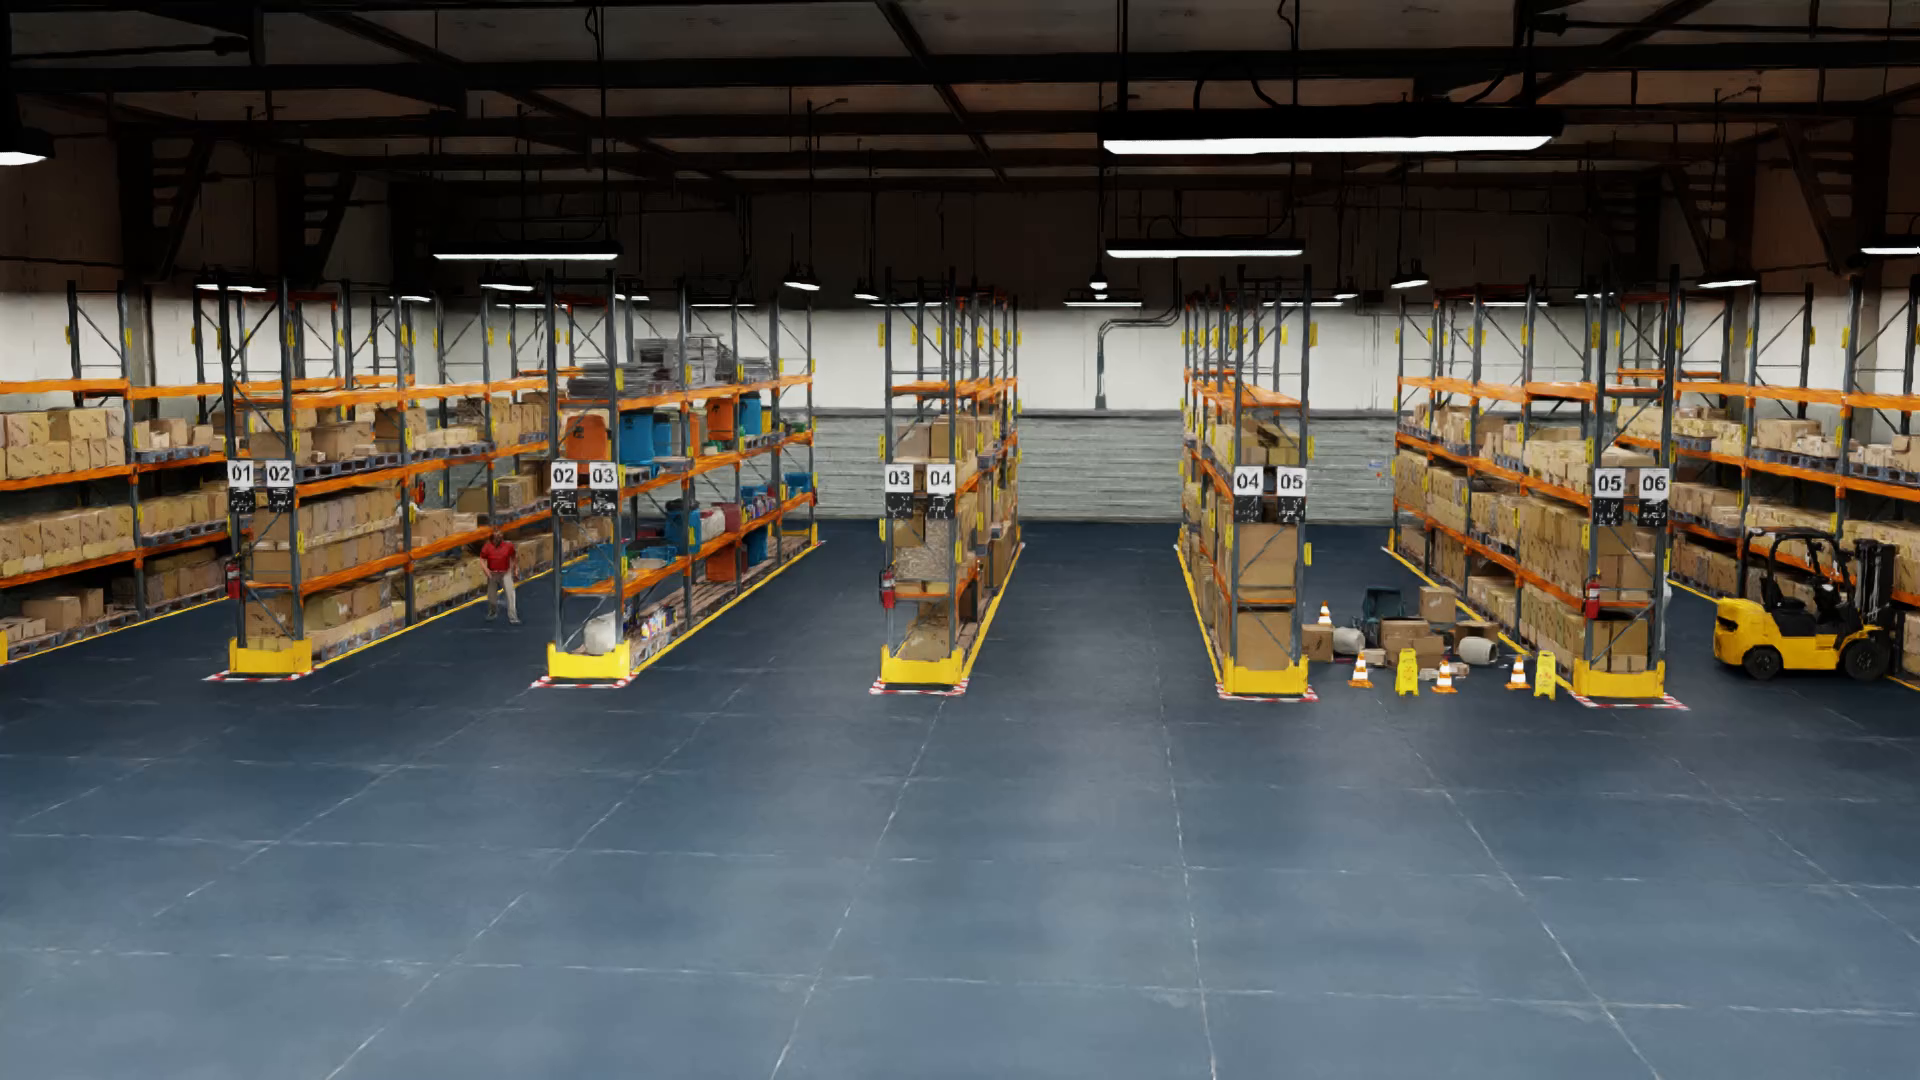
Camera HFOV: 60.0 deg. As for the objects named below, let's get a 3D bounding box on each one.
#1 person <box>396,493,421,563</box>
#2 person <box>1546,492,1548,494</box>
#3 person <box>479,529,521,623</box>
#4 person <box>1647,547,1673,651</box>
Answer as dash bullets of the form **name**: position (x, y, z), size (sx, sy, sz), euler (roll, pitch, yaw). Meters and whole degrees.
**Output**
- **person**: position (-12.191, -0.261, 36.779), size (0.592, 1.629, 0.531), euler (0, 7, 3)
- **person**: position (13.036, -0.344, 37.279), size (0.559, 1.629, 0.625), euler (3, 7, 20)
- **person**: position (-8.108, 0.615, 29.319), size (0.691, 1.652, 0.860), euler (-1, 7, -12)
- **person**: position (11.163, 0.934, 26.703), size (0.477, 1.667, 0.523), euler (5, 9, 36)
